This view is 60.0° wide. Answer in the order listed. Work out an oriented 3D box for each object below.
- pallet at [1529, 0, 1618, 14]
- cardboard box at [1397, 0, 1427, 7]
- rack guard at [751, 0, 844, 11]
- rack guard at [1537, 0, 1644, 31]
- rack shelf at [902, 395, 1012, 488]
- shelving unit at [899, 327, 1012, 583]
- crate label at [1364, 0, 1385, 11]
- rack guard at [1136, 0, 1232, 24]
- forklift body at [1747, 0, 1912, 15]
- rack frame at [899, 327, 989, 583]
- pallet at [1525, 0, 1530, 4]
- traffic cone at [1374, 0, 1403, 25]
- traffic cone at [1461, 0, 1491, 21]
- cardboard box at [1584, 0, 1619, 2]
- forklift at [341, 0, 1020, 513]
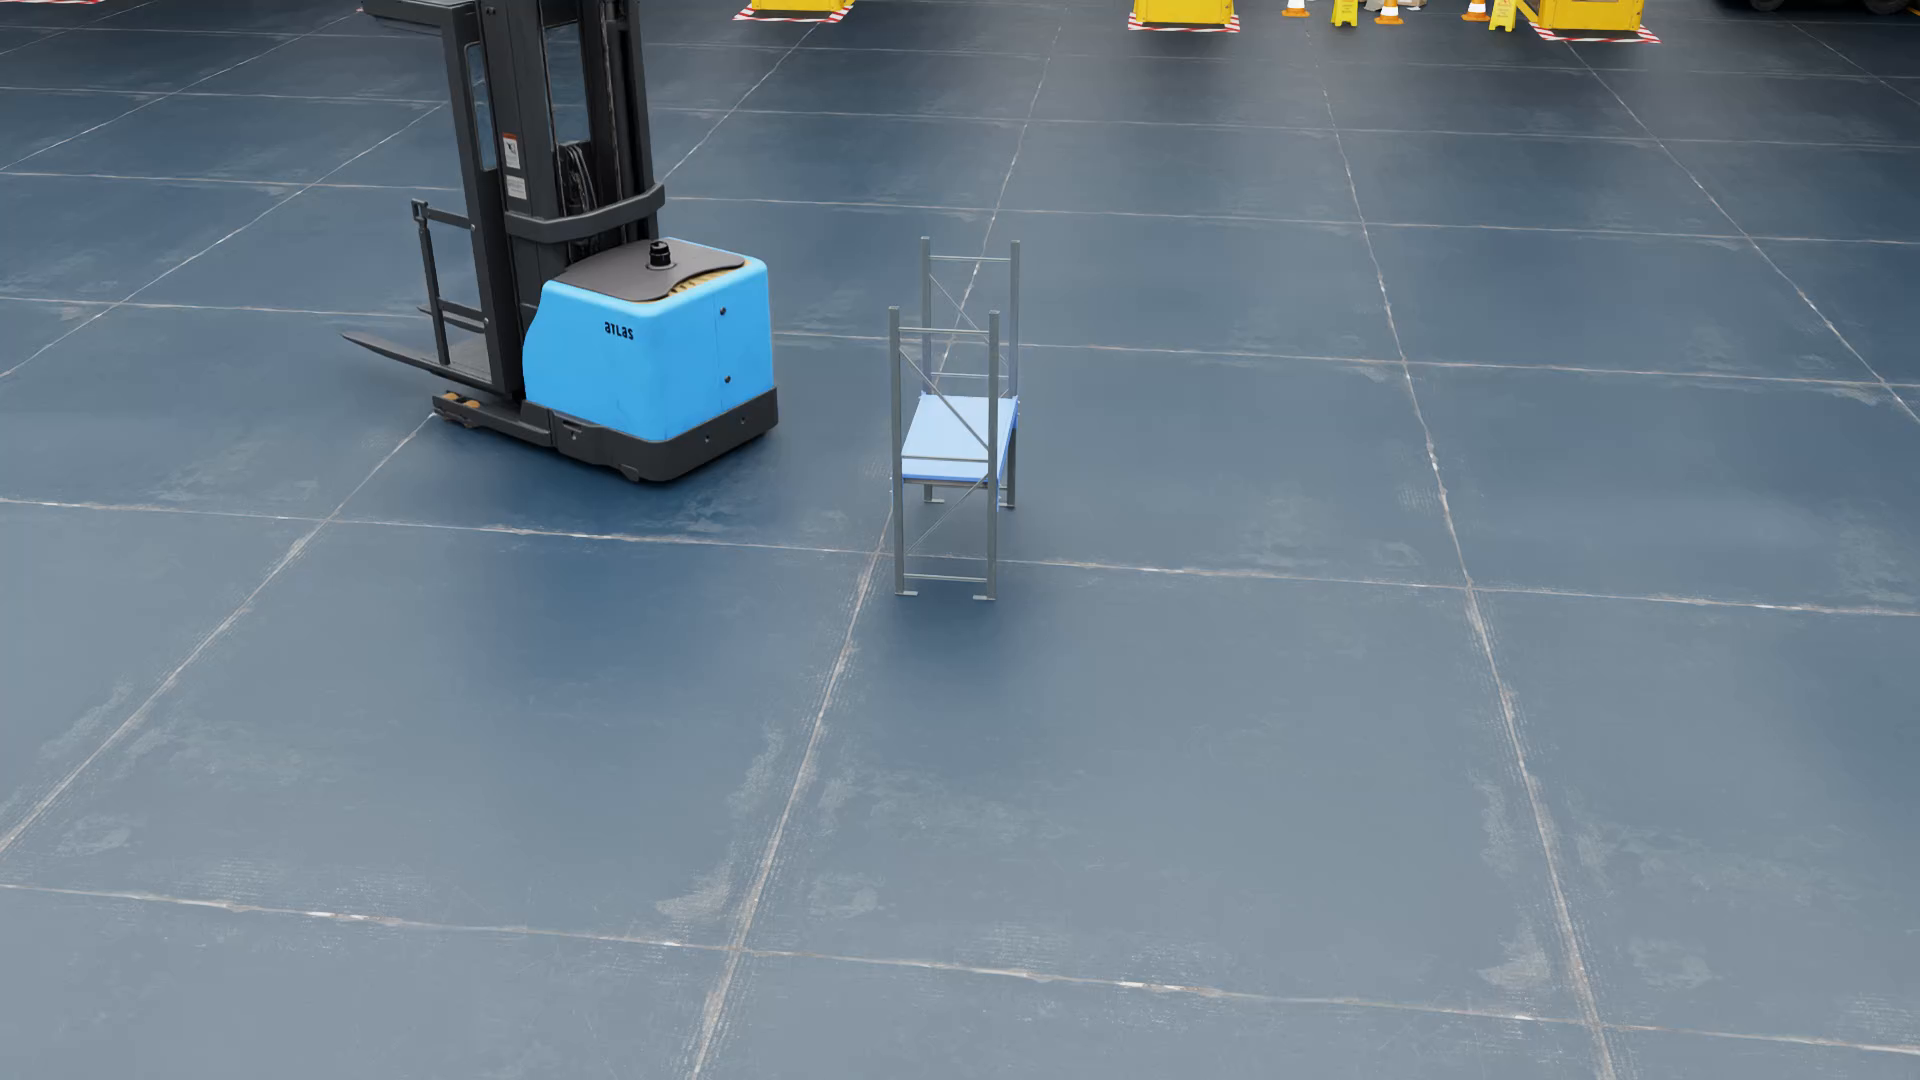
[{"bbox_3d":[7.868,-6.798,21.146,1.003,0.211,1.213,3,28,6],"label":"pallet"},{"bbox_3d":[5.880,-7.088,21.751,0.380,0.149,0.250,20,34,32],"label":"cardboard box"},{"bbox_3d":[-2.102,-7.121,21.440,1.175,0.500,0.348,3,28,6],"label":"rack guard"},{"bbox_3d":[7.733,-6.545,20.371,1.175,0.500,0.348,3,28,6],"label":"rack guard"},{"bbox_3d":[-0.010,-0.505,8.382,0.459,0.062,0.952,3,28,6],"label":"rack shelf"},{"bbox_3d":[-0.011,-0.611,8.303,0.475,1.308,0.991,3,28,6],"label":"shelving unit"},{"bbox_3d":[5.388,-6.905,21.422,0.250,0.136,0.298,-11,30,-20],"label":"crate label"},{"bbox_3d":[2.796,-6.738,20.729,1.175,0.500,0.348,3,28,6],"label":"rack guard"},{"bbox_3d":[-2.093,-9.788,24.650,29.396,2.155,5.688,3,28,6],"label":"forklift body"},{"bbox_3d":[-0.071,-0.381,7.875,0.475,1.308,0.013,3,28,6],"label":"rack frame"},{"bbox_3d":[8.020,-7.371,22.209,1.003,0.211,1.213,3,28,6],"label":"pallet"},{"bbox_3d":[5.353,-6.674,20.651,0.336,0.463,0.334,3,28,6],"label":"traffic cone"},{"bbox_3d":[6.496,-6.770,20.828,0.336,0.463,0.334,3,28,6],"label":"traffic cone"},{"bbox_3d":[8.097,-6.947,20.939,0.507,0.250,0.507,4,29,6],"label":"cardboard box"},{"bbox_3d":[-3.531,-5.372,14.927,15.967,3.598,10.324,18,33,30],"label":"forklift"}]
